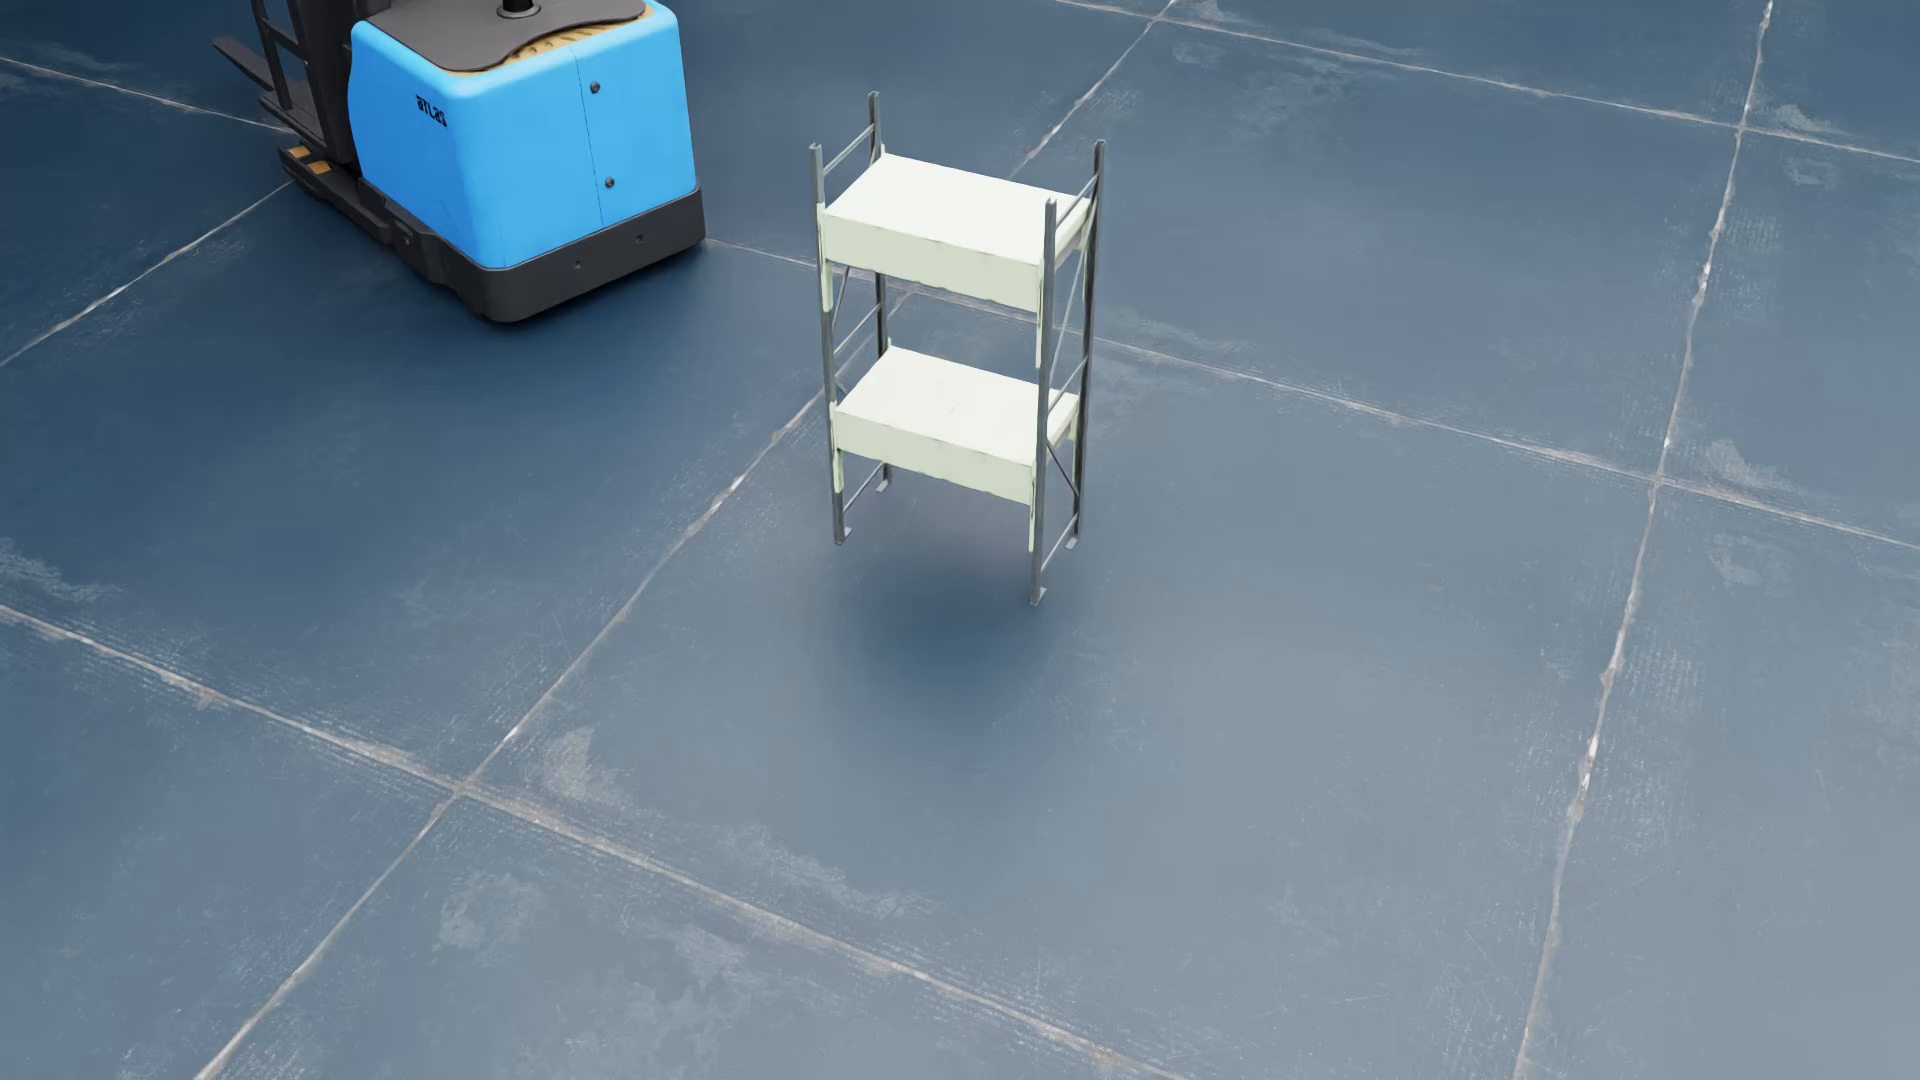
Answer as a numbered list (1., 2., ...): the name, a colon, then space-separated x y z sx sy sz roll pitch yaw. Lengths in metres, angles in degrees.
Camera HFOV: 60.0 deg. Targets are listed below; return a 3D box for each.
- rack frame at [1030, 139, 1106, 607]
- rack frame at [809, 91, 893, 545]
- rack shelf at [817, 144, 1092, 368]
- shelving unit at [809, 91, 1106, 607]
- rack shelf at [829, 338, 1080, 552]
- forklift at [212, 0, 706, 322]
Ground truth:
1. rack frame: 0.326 -0.467 5.144 0.023 1.500 0.400 17 44 19
2. rack frame: -0.338 -0.670 5.378 0.023 1.500 0.400 17 44 19
3. rack shelf: -0.006 -0.863 5.005 0.720 0.370 0.431 17 44 19
4. shelving unit: -0.006 -0.569 5.261 0.755 1.500 0.431 17 44 19
5. rack shelf: -0.006 -0.322 5.474 0.720 0.370 0.431 17 44 19
6. forklift: -2.461 -2.856 6.807 1.130 2.935 3.031 -31 50 -31
